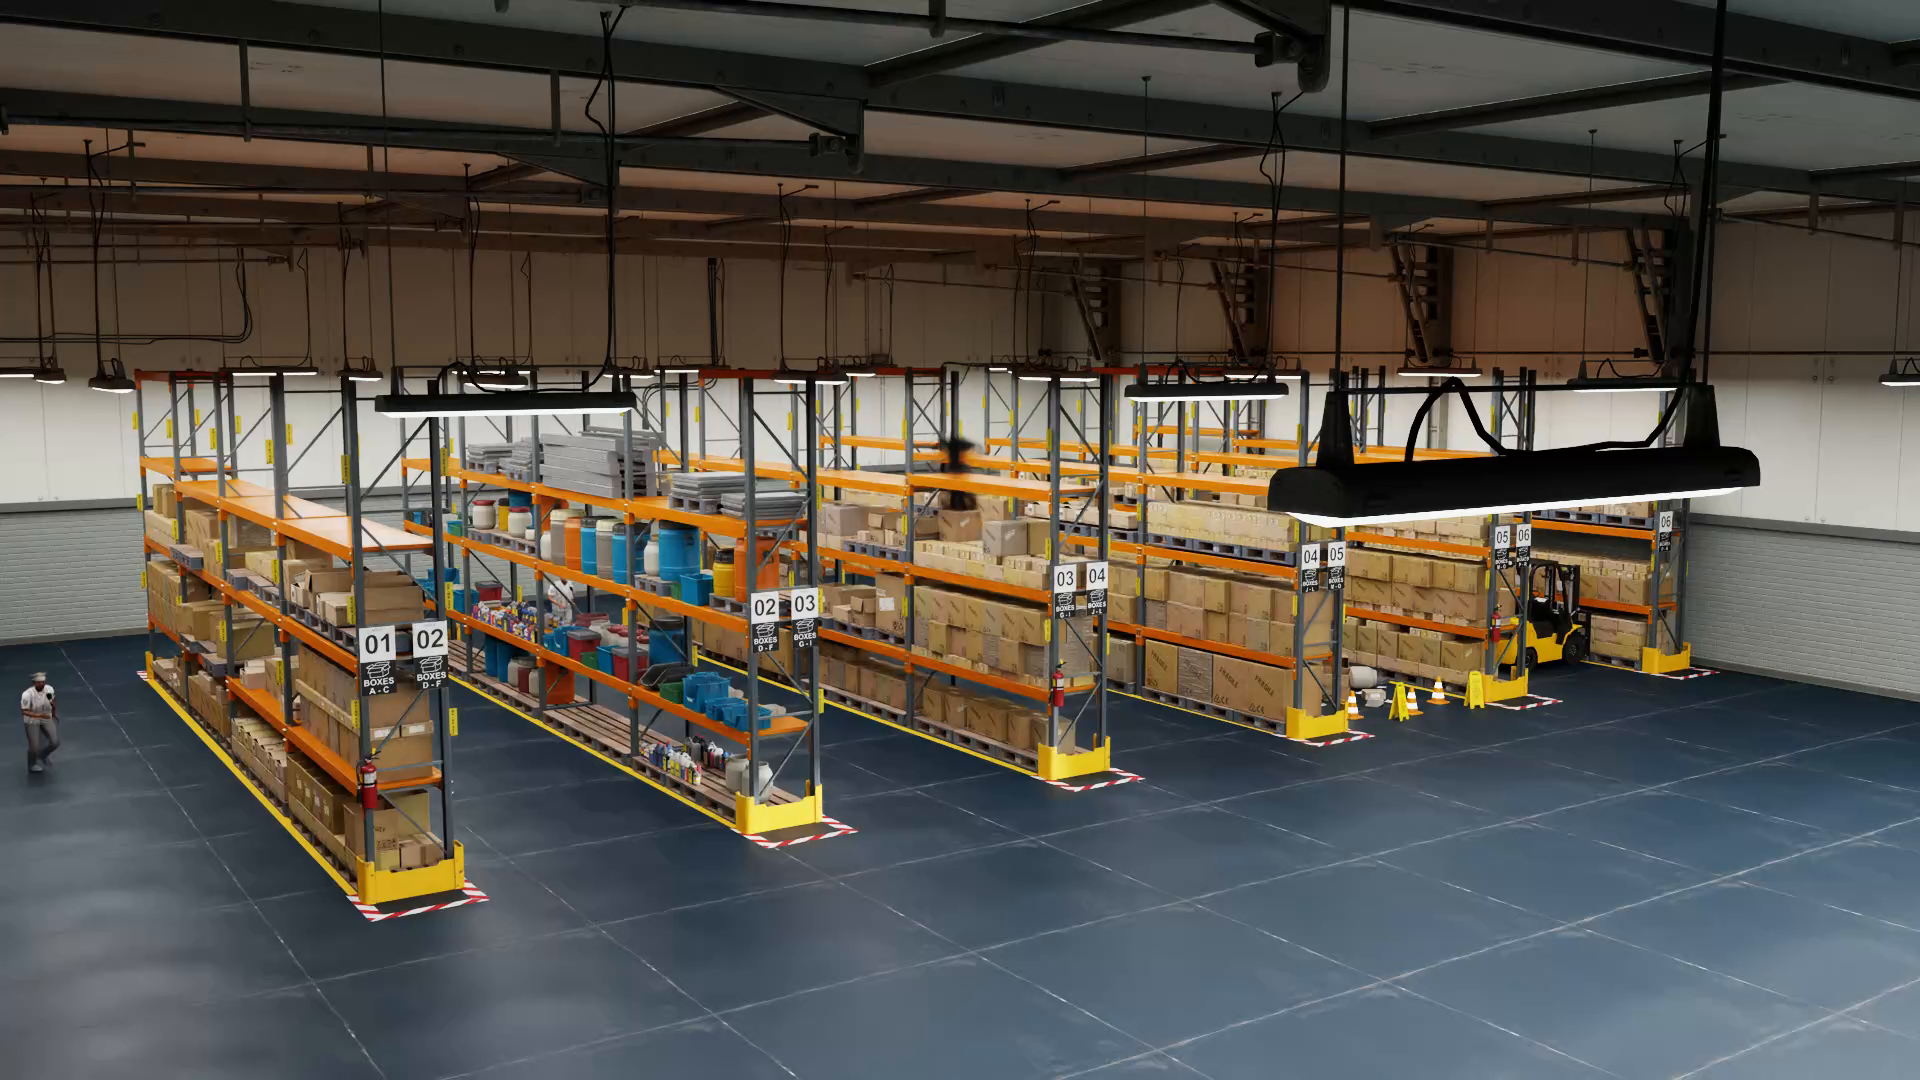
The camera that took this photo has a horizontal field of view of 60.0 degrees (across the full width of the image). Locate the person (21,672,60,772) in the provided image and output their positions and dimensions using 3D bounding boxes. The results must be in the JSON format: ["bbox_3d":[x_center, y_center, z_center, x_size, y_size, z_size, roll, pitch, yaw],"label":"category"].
[{"bbox_3d":[-13.838,2.733,25.039,0.771,1.574,0.576,5,8,38],"label":"person"}]

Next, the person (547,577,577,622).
[{"bbox_3d":[-8.570,1.464,35.683,0.666,1.726,0.767,-6,9,-44],"label":"person"}]
